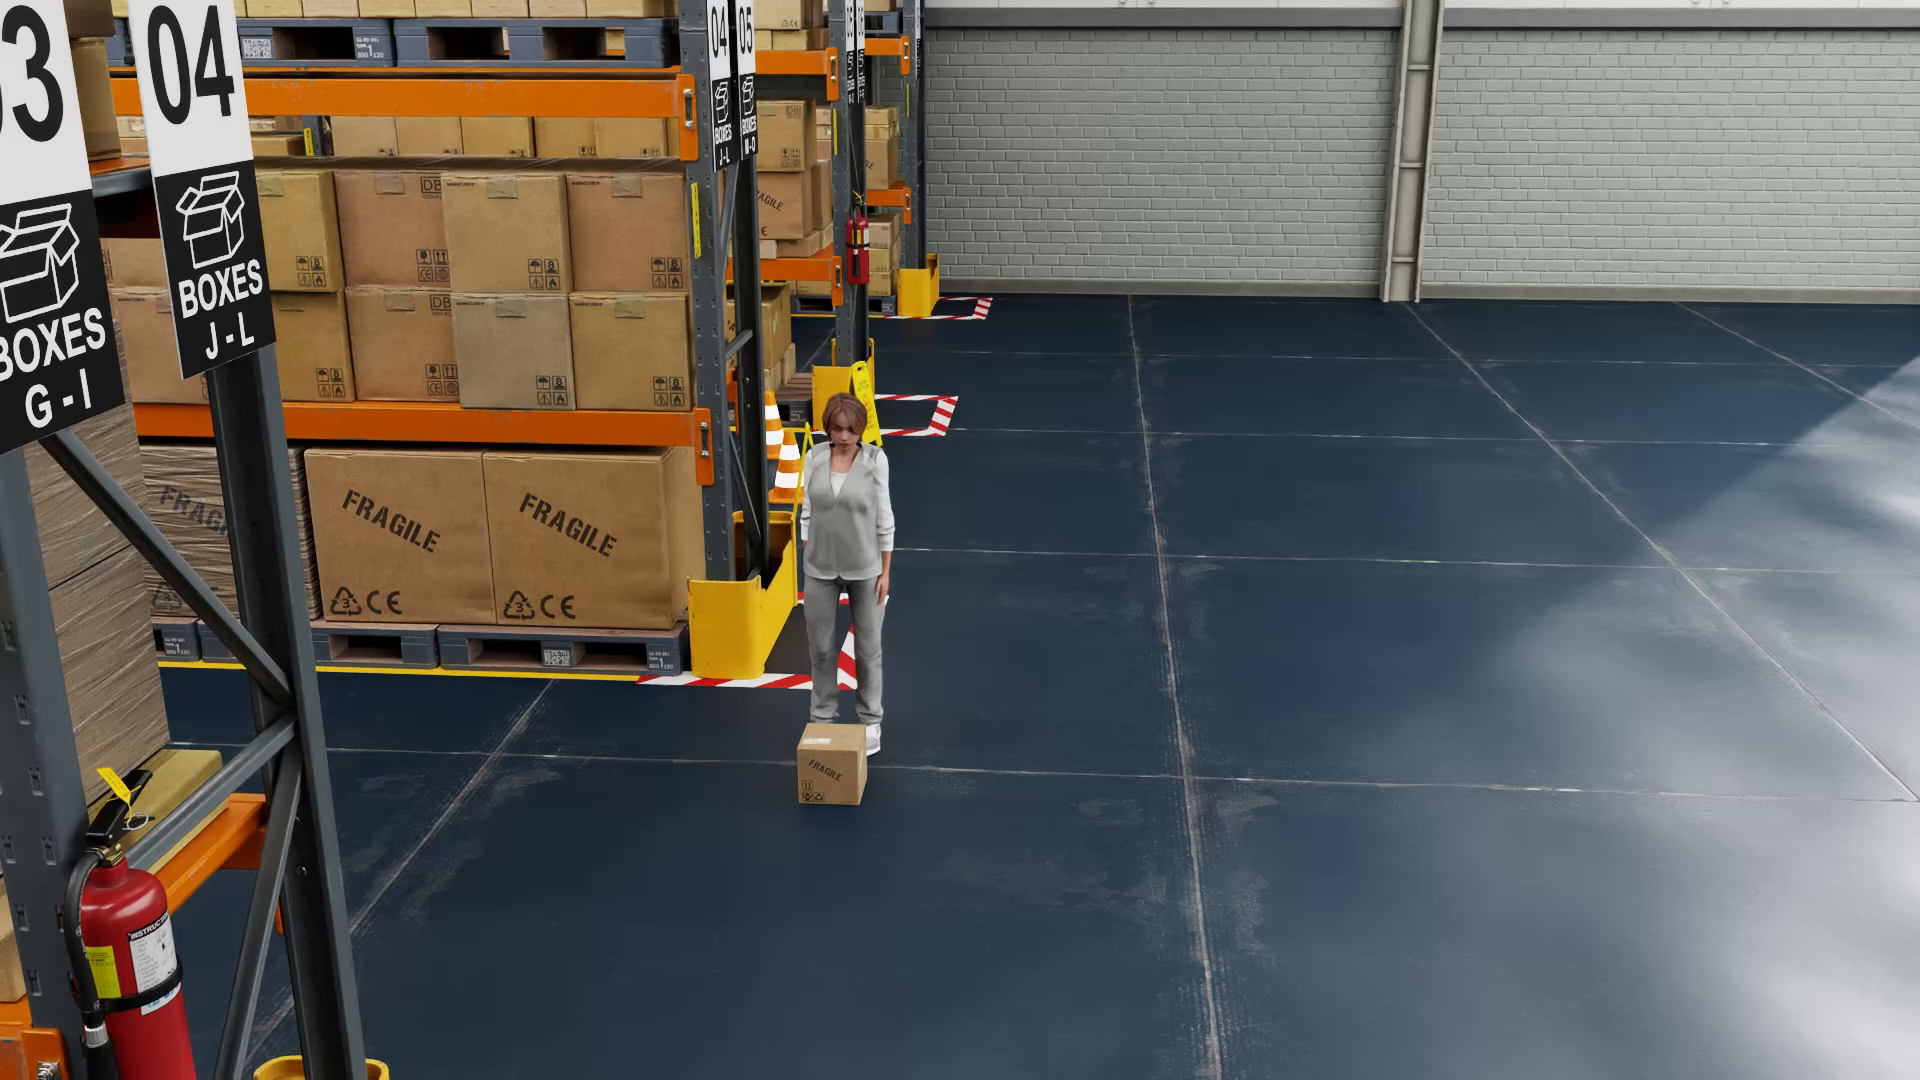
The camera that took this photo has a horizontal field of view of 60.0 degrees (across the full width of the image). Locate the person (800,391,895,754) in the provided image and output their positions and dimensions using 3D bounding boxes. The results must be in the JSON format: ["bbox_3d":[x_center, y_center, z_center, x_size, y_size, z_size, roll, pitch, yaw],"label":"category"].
[{"bbox_3d":[-0.477,0.148,7.122,0.407,1.595,0.301,2,18,5],"label":"person"}]
